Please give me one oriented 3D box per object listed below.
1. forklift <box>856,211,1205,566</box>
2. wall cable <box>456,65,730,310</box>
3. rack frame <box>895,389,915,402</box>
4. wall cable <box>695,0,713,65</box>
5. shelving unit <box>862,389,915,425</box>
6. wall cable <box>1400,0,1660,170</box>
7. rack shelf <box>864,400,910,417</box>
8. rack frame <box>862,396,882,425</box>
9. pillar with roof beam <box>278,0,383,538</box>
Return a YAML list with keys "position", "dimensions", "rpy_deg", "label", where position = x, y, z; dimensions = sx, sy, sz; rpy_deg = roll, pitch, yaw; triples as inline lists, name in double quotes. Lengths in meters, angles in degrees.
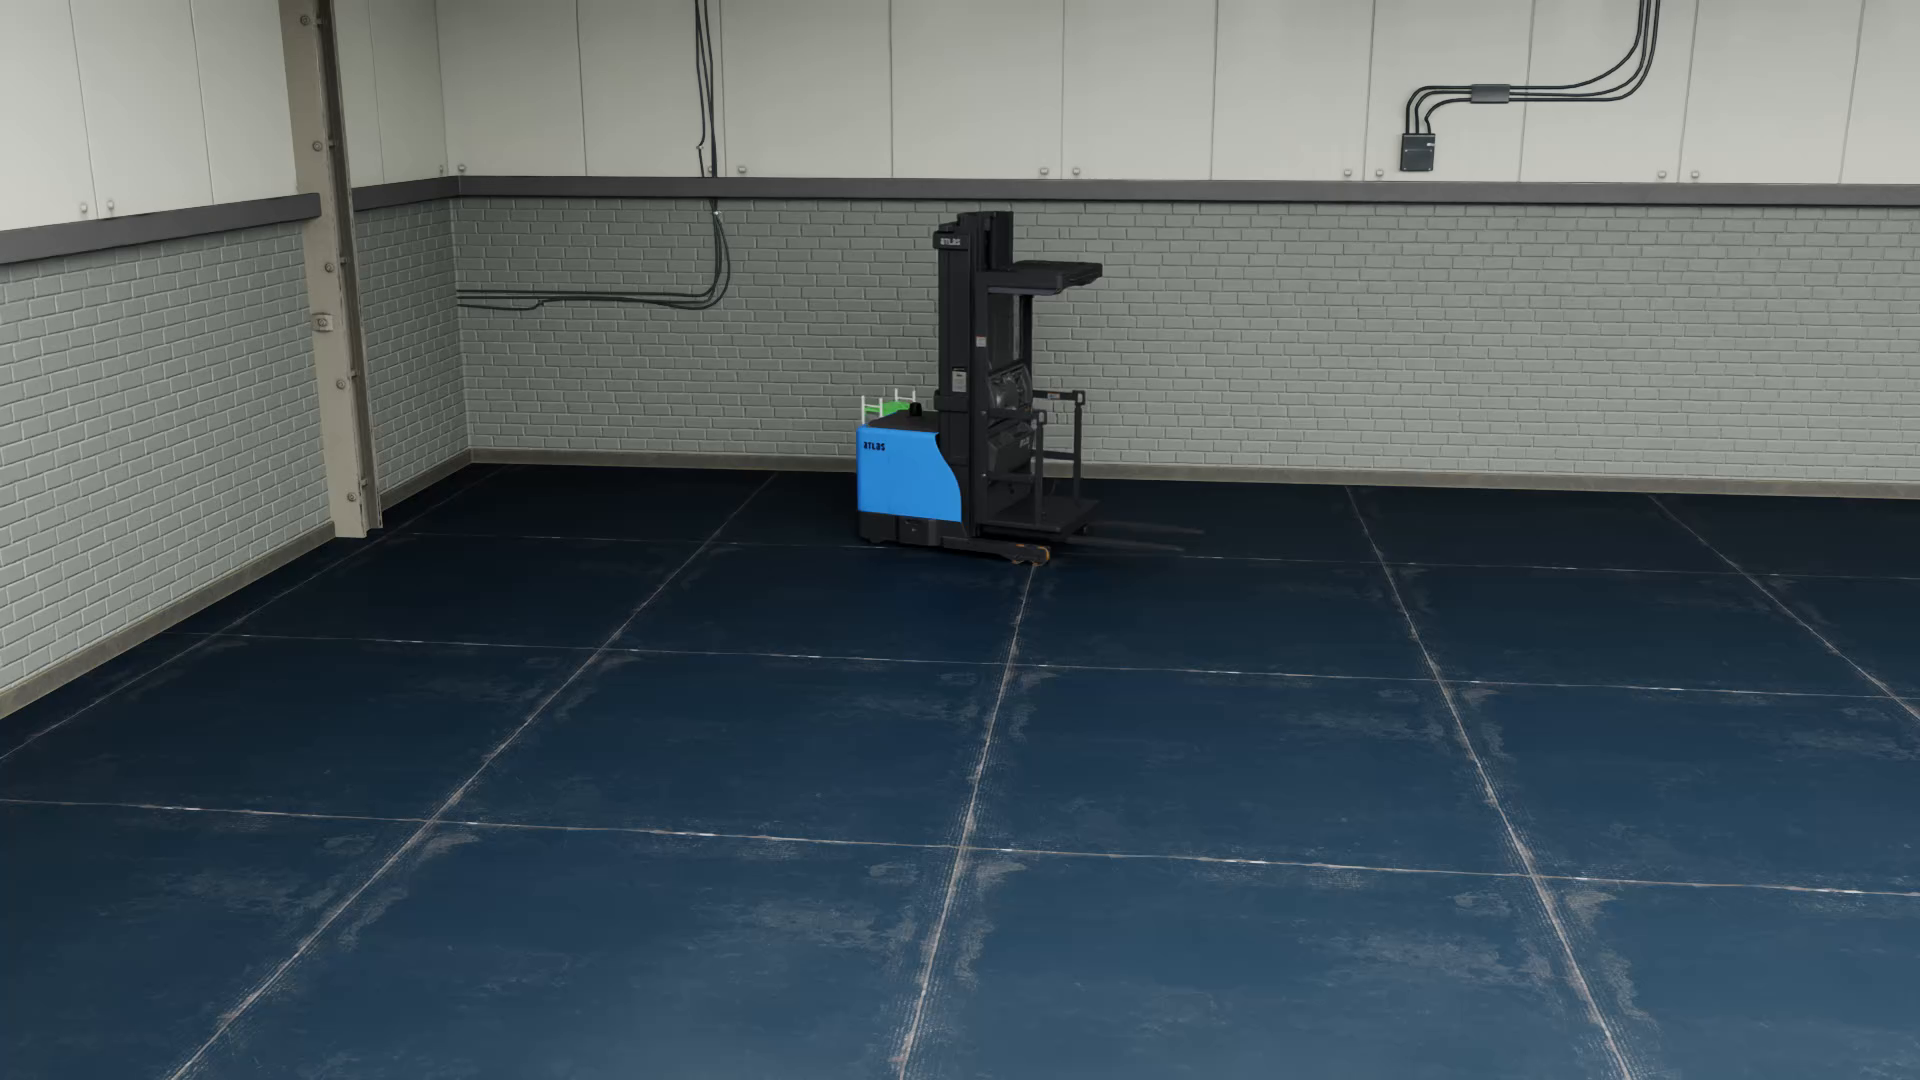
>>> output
- position: [0.624, -1.349, 14.534]
  dimensions: [3.031, 2.935, 1.130]
  rpy_deg: [6, 16, 22]
  label: "forklift"
- position: [-3.947, -3.647, 17.358]
  dimensions: [3.097, 2.526, 0.112]
  rpy_deg: [2, 15, 6]
  label: "wall cable"
- position: [-0.521, -0.853, 16.015]
  dimensions: [0.240, 1.200, 0.015]
  rpy_deg: [11, 19, 36]
  label: "rack frame"
- position: [-1.258, -6.005, 16.405]
  dimensions: [3.097, 2.526, 0.112]
  rpy_deg: [2, 15, 6]
  label: "wall cable"
- position: [-0.670, -0.802, 15.828]
  dimensions: [0.258, 1.200, 0.503]
  rpy_deg: [11, 19, 36]
  label: "shelving unit"
- position: [5.485, -6.504, 15.460]
  dimensions: [2.305, 6.003, 0.169]
  rpy_deg: [2, 15, 6]
  label: "wall cable"
- position: [-0.672, -1.204, 15.721]
  dimensions: [0.258, 0.148, 0.480]
  rpy_deg: [11, 19, 36]
  label: "rack shelf"
- position: [-0.819, -0.752, 15.641]
  dimensions: [0.240, 1.200, 0.015]
  rpy_deg: [11, 19, 36]
  label: "rack frame"
- position: [-1.315, -4.294, 13.803]
  dimensions: [9.100, 9.000, 0.400]
  rpy_deg: [2, 15, 6]
  label: "pillar with roof beam"
